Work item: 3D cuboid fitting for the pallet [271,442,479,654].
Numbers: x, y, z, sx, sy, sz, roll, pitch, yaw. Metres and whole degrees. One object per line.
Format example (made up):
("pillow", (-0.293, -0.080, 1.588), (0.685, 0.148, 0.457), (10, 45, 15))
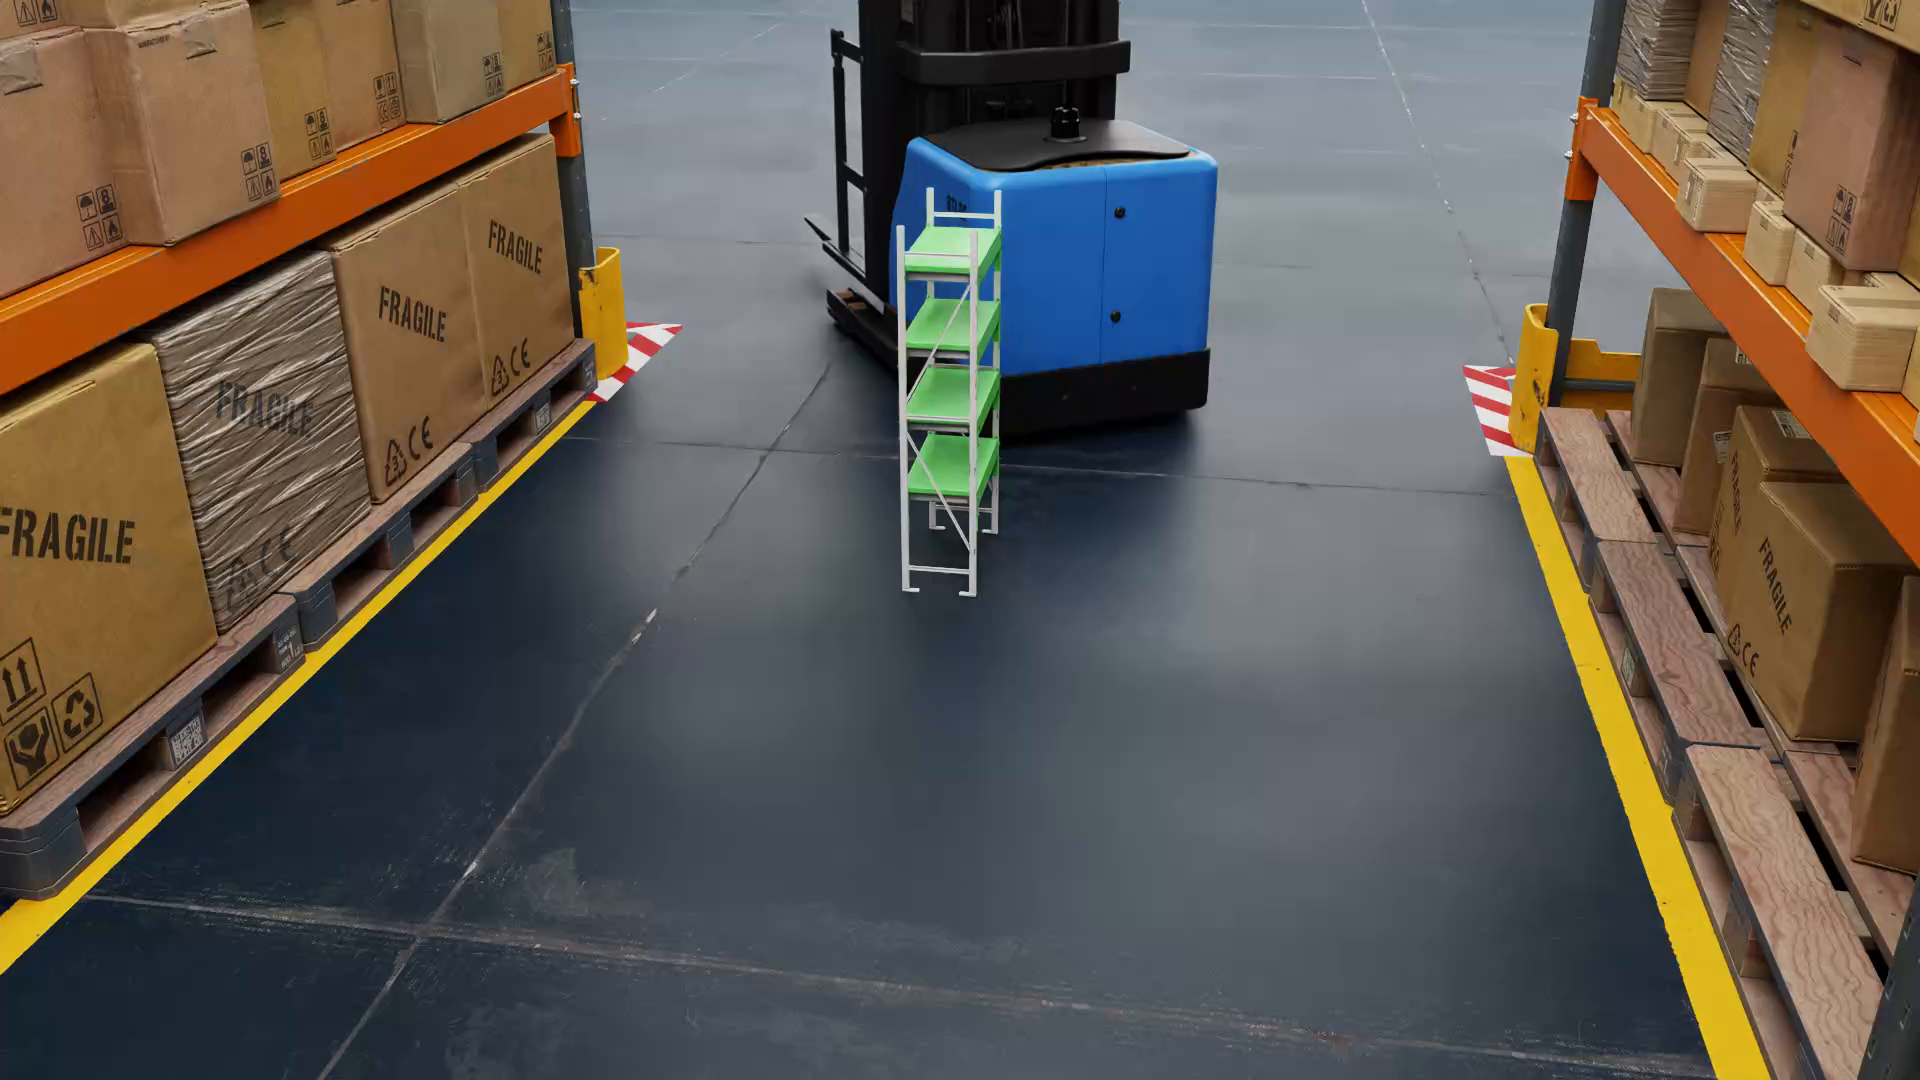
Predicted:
("pallet", (-2.343, -0.037, 5.580), (1.003, 0.211, 1.213), (4, 25, 9))

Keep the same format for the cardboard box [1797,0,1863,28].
("cardboard box", (2.100, -1.348, 3.443), (0.500, 0.500, 0.500), (4, 25, 9))

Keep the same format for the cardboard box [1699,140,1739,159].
("cardboard box", (2.309, -1.023, 4.693), (0.380, 0.149, 0.250), (4, 25, 9))

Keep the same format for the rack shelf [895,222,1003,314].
("rack shelf", (-0.027, -0.851, 5.171), (0.258, 0.148, 0.480), (4, 25, 9))

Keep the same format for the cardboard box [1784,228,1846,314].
("cardboard box", (2.133, -0.605, 3.801), (0.380, 0.149, 0.250), (4, 25, 9))

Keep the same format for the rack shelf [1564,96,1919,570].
("rack shelf", (2.462, -0.600, 4.342), (1.077, 0.370, 4.000), (4, 25, 9))

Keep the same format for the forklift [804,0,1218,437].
("forklift", (0.013, -2.327, 7.263), (1.130, 2.935, 3.031), (-9, 27, -19))

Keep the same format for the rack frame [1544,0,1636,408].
("rack frame", (2.789, -1.762, 5.977), (1.000, 3.000, 0.127), (4, 25, 9))

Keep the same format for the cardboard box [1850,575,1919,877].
("cardboard box", (2.326, 0.448, 3.708), (0.500, 0.500, 0.500), (13, 28, 25))

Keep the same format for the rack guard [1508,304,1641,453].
("rack guard", (2.776, -0.598, 6.439), (1.175, 0.500, 0.348), (4, 25, 9))

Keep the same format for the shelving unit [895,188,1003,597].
("shelving unit", (-0.027, -0.474, 5.348), (0.258, 1.200, 0.503), (4, 25, 9))

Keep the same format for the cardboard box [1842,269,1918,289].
("cardboard box", (2.132, -0.498, 3.572), (0.380, 0.149, 0.250), (4, 25, 9))

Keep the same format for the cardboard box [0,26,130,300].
("cardboard box", (-2.626, -0.930, 4.022), (0.875, 0.550, 0.550), (4, 25, 9))

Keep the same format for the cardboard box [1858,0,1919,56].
("cardboard box", (2.017, -1.139, 2.996), (0.500, 0.500, 0.500), (4, 25, 9))

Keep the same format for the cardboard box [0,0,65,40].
("cardboard box", (-2.673, -1.422, 3.800), (0.875, 0.550, 0.550), (4, 25, 9))

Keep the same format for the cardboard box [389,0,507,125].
("cardboard box", (-2.172, -1.826, 5.937), (0.875, 0.550, 0.550), (4, 25, 9))

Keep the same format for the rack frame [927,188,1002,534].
("rack frame", (0.013, -0.576, 5.566), (0.240, 1.200, 0.015), (4, 25, 9))

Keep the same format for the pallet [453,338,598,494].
("pallet", (-2.142, -0.545, 6.666), (1.003, 0.211, 1.213), (4, 25, 9))

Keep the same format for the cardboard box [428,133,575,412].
("cardboard box", (-2.134, -1.088, 6.547), (0.875, 0.875, 0.875), (4, 25, 9))

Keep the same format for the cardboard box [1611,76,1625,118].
("cardboard box", (2.507, -1.546, 5.811), (0.380, 0.149, 0.250), (4, 25, 9))

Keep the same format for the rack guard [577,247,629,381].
("rack guard", (-2.084, -1.026, 7.353), (1.175, 0.500, 0.348), (4, 25, 9))

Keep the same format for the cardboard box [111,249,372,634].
("cardboard box", (-2.427, -0.339, 4.946), (0.875, 0.875, 0.875), (4, 25, 9))

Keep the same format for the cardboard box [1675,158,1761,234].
("cardboard box", (2.166, -0.925, 4.485), (0.380, 0.149, 0.250), (4, 25, 9))

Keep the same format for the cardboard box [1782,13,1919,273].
("cardboard box", (2.368, -0.876, 3.615), (0.875, 0.500, 0.500), (4, 25, 9))

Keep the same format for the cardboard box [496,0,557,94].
("cardboard box", (-2.104, -2.058, 6.431), (0.875, 0.550, 0.550), (4, 25, 9))

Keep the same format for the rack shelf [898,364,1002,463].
("rack shelf", (-0.027, -0.416, 5.375), (0.258, 0.148, 0.480), (4, 25, 9))

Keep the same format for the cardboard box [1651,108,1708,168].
("cardboard box", (2.371, -1.233, 5.143), (0.380, 0.149, 0.250), (4, 25, 9))

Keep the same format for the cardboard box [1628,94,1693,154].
("cardboard box", (2.391, -1.339, 5.369), (0.380, 0.149, 0.250), (4, 25, 9))

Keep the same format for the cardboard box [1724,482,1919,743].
("cardboard box", (2.350, 0.183, 4.274), (0.500, 0.500, 0.500), (2, 25, 4))

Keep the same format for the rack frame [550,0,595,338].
("rack frame", (-2.088, -2.148, 6.801), (1.000, 3.000, 0.127), (4, 25, 9))

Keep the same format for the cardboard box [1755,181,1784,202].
("cardboard box", (2.256, -0.812, 4.242), (0.380, 0.149, 0.250), (4, 25, 9))

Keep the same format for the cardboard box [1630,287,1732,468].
("cardboard box", (2.670, -0.560, 5.862), (0.500, 0.500, 0.500), (9, 27, 18))

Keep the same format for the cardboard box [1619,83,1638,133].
("cardboard box", (2.447, -1.443, 5.590), (0.380, 0.149, 0.250), (4, 25, 9))

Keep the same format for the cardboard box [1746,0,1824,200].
("cardboard box", (2.491, -1.082, 4.055), (0.875, 0.500, 0.500), (4, 25, 9))

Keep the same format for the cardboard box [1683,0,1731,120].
("cardboard box", (2.708, -1.497, 4.941), (0.875, 0.500, 0.500), (4, 25, 9))

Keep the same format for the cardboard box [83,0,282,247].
("cardboard box", (-2.421, -1.148, 4.487), (0.875, 0.550, 0.550), (4, 25, 9))

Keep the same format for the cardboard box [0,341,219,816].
("cardboard box", (-2.570, 0.039, 4.140), (0.875, 0.875, 0.875), (4, 25, 9))

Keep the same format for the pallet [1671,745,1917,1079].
("pallet", (2.210, 0.890, 3.599), (1.003, 0.211, 1.213), (4, 25, 9))

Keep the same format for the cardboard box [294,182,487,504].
("cardboard box", (-2.276, -0.720, 5.760), (0.875, 0.875, 0.875), (4, 25, 8))

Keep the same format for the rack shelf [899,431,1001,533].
("rack shelf", (-0.027, -0.199, 5.477), (0.258, 0.148, 0.480), (4, 25, 9))

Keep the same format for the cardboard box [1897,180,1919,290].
("cardboard box", (2.386, -0.660, 3.153), (0.875, 0.500, 0.500), (4, 25, 9))

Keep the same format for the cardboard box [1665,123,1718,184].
("cardboard box", (2.323, -1.129, 4.920), (0.380, 0.149, 0.250), (4, 25, 9))

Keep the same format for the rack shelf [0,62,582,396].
("rack shelf", (-2.415, -0.986, 5.167), (1.077, 0.370, 4.000), (4, 25, 9))

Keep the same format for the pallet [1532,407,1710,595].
("pallet", (2.609, -0.130, 5.779), (1.003, 0.211, 1.213), (4, 25, 9))

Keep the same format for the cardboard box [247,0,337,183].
("cardboard box", (-2.434, -1.376, 4.975), (0.875, 0.550, 0.500), (4, 25, 9))

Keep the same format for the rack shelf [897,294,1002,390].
("rack shelf", (-0.027, -0.634, 5.273), (0.258, 0.148, 0.480), (4, 25, 9))

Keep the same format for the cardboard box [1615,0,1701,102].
("cardboard box", (2.672, -1.714, 5.405), (0.875, 0.500, 0.500), (4, 25, 9))

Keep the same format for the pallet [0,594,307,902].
("pallet", (-2.540, 0.475, 4.486), (1.003, 0.211, 1.213), (4, 25, 9))

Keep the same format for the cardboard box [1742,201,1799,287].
("cardboard box", (2.140, -0.712, 4.030), (0.380, 0.149, 0.250), (4, 25, 9))

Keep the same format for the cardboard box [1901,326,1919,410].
("cardboard box", (2.030, -0.290, 3.128), (0.380, 0.149, 0.250), (4, 25, 9))

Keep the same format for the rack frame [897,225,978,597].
("rack frame", (-0.067, -0.372, 5.130), (0.240, 1.200, 0.015), (4, 25, 9))

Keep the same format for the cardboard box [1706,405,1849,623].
("cardboard box", (2.485, -0.048, 4.766), (0.500, 0.500, 0.500), (6, 26, 13))

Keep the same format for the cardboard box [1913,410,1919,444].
("cardboard box", (1.930, -0.190, 2.914), (0.380, 0.149, 0.250), (4, 25, 9))

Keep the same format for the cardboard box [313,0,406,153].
("cardboard box", (-2.388, -1.601, 5.455), (0.875, 0.550, 0.550), (4, 25, 9))

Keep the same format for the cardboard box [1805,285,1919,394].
("cardboard box", (1.961, -0.403, 3.368), (0.380, 0.149, 0.250), (4, 25, 9))

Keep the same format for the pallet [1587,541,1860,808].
("pallet", (2.407, 0.378, 4.692), (1.003, 0.211, 1.213), (4, 25, 9))

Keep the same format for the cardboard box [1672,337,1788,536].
("cardboard box", (2.606, -0.308, 5.323), (0.500, 0.500, 0.500), (11, 27, 22))

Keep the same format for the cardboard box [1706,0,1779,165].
("cardboard box", (2.584, -1.291, 4.500), (0.875, 0.500, 0.500), (4, 25, 9))

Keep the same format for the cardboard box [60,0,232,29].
("cardboard box", (-2.449, -1.639, 4.262), (0.875, 0.550, 0.550), (4, 25, 9))
